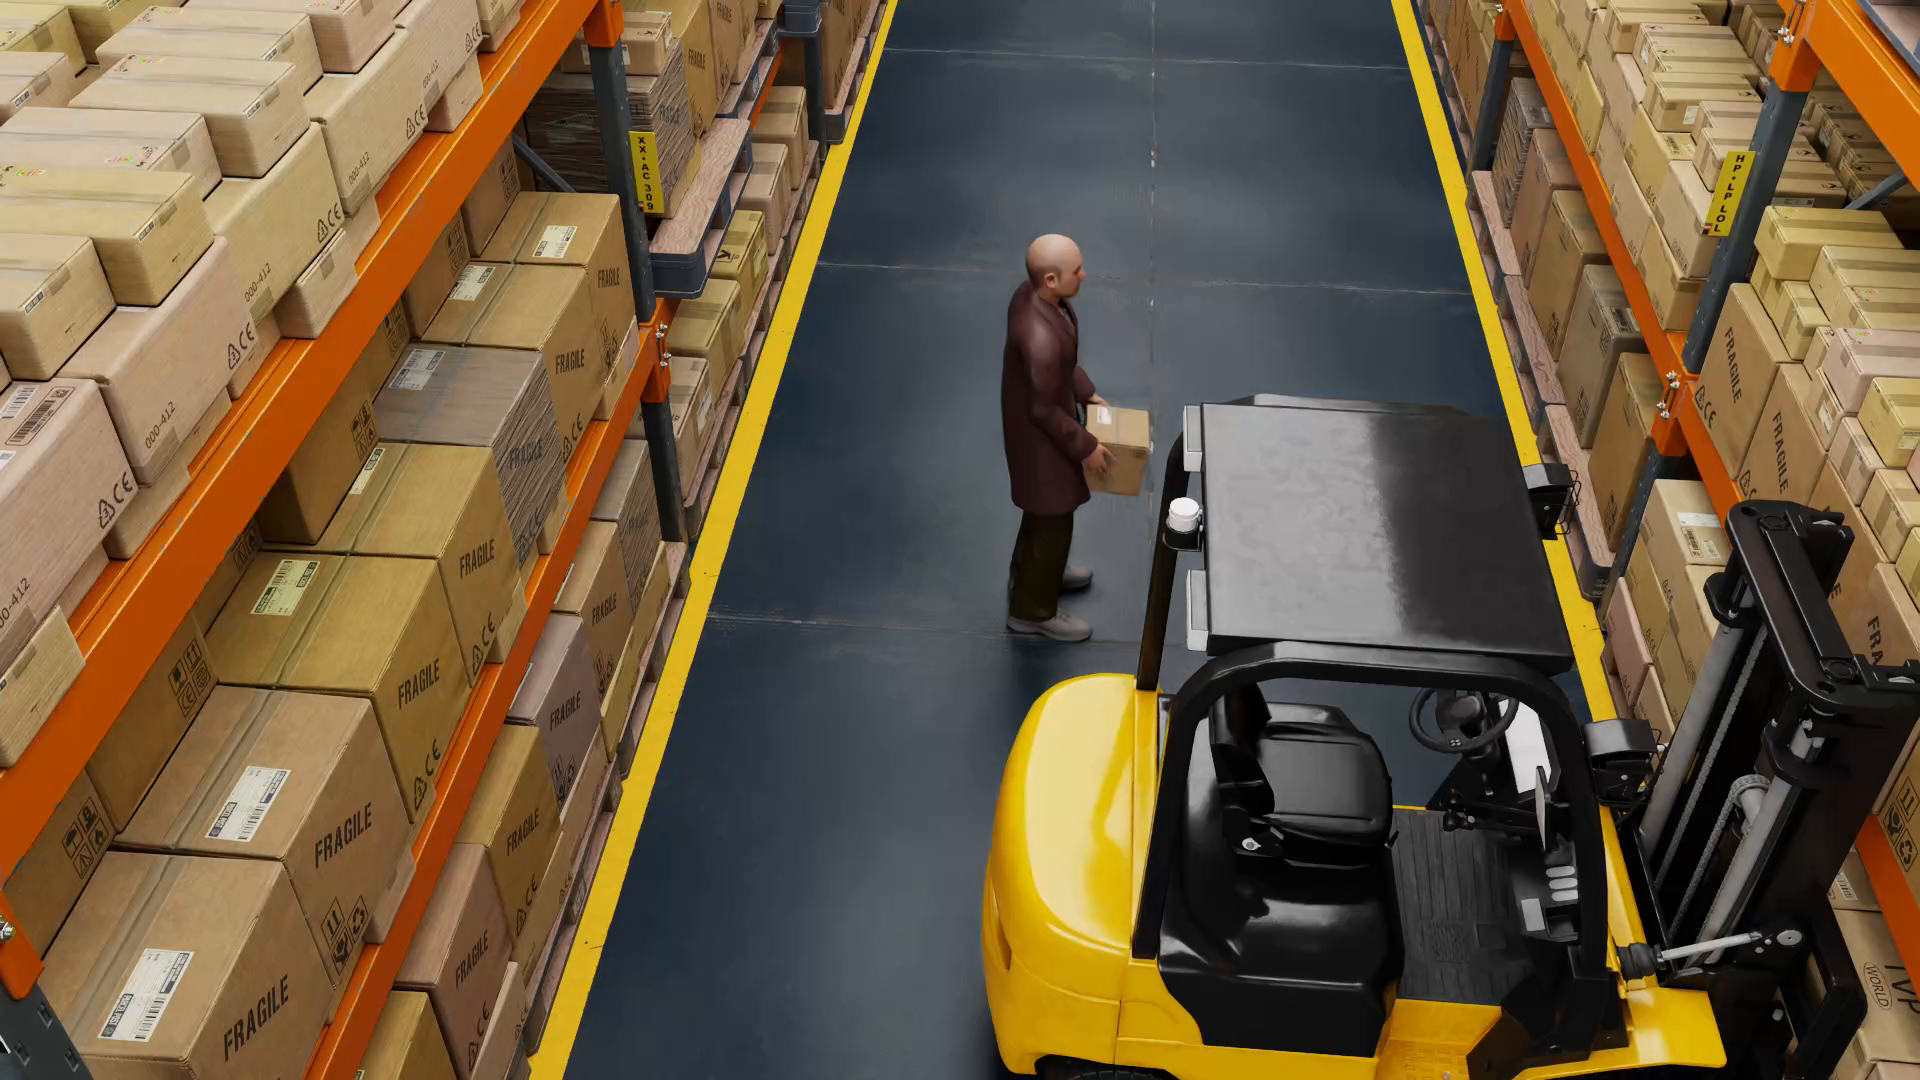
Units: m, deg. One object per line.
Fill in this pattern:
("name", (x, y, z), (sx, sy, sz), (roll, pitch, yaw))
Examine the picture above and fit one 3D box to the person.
("person", (0.388, -0.418, 6.668), (0.455, 1.782, 0.577), (3, 40, 3))
